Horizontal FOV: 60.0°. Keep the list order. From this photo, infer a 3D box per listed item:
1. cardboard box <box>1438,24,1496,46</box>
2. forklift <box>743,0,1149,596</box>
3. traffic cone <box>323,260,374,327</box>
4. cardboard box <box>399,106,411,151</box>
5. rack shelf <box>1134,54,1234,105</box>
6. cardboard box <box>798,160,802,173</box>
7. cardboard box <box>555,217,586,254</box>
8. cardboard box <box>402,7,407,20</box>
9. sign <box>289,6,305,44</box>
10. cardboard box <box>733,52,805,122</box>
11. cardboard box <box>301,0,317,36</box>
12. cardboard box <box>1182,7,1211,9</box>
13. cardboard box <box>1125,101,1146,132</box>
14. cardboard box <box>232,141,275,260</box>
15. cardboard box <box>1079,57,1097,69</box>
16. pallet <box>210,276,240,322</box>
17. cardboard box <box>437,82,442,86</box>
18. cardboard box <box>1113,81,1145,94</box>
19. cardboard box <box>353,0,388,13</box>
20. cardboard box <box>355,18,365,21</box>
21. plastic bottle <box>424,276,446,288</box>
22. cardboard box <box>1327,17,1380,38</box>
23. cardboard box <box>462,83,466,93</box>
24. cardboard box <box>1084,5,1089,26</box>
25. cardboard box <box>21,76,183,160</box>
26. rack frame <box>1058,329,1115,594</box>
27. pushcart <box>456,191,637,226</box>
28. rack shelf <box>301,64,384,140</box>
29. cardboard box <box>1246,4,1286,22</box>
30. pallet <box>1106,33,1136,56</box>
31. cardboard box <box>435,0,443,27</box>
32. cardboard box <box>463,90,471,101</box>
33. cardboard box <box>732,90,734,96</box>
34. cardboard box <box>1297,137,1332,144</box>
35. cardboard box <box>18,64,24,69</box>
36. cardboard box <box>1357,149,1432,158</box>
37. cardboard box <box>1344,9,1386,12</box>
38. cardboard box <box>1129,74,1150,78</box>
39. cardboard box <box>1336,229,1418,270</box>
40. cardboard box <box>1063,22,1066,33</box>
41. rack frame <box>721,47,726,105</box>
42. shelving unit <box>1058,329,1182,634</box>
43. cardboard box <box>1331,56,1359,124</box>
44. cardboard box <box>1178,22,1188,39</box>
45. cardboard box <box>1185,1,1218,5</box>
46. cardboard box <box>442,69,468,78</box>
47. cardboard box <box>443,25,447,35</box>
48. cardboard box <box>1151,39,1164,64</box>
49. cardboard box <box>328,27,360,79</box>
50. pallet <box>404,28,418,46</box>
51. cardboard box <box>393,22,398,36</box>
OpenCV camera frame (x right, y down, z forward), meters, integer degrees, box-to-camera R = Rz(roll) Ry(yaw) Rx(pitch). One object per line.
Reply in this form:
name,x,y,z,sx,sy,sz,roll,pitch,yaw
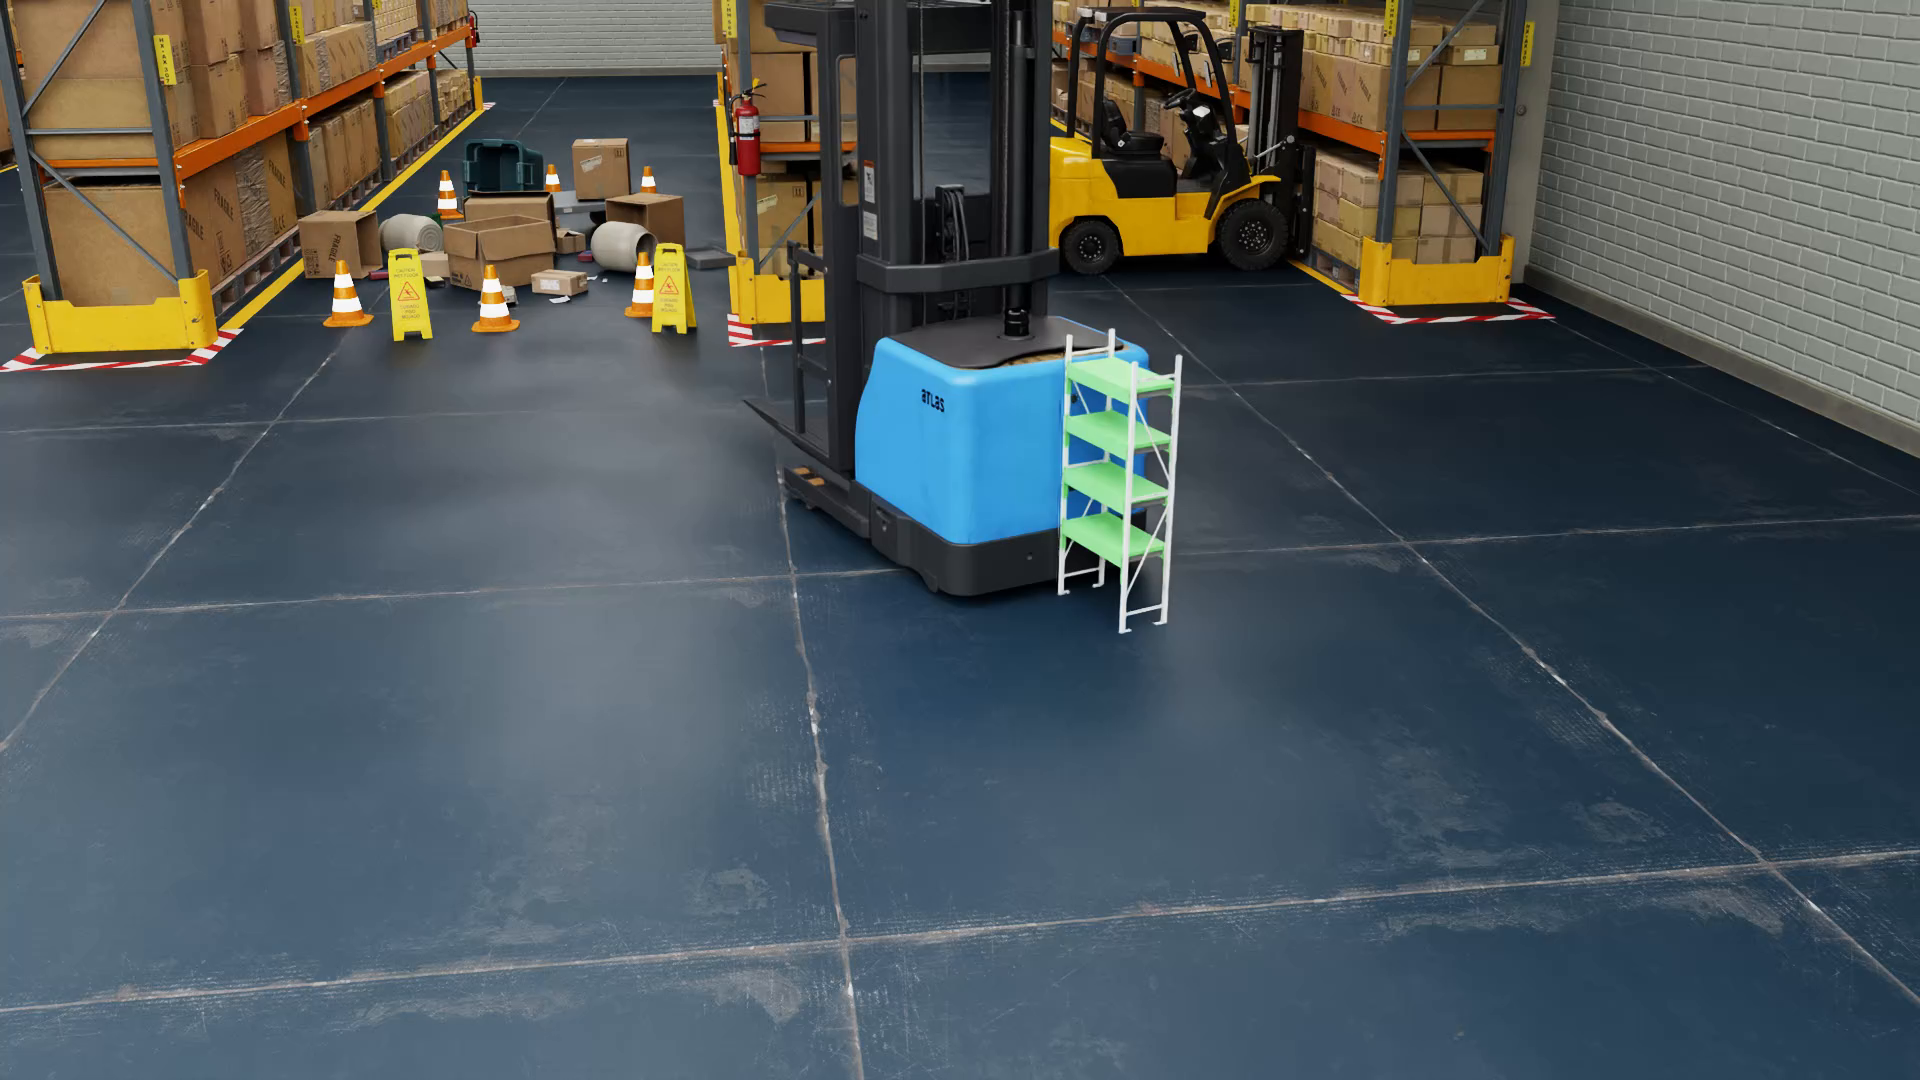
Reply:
cardboard box,3.972,-3.968,13.057,0.380,0.149,0.250,-3,21,-9
forklift,-0.273,-1.597,8.304,1.130,2.935,3.031,-11,23,-26
traffic cone,-4.657,-1.881,12.592,0.336,0.463,0.334,-3,21,-8
cardboard box,-7.064,-5.042,20.400,0.500,0.500,0.500,-3,21,-7
rack shelf,2.944,-5.091,18.588,1.077,0.370,4.000,-3,21,-8
cardboard box,-1.178,-3.200,14.754,0.500,0.500,0.500,-2,21,-5
cardboard box,-3.685,-2.813,15.368,0.396,0.266,0.258,17,27,39
cardboard box,-7.347,-6.788,21.437,0.380,0.149,0.250,-4,21,-10
sign,-6.013,-4.670,15.083,0.100,0.325,0.005,-3,21,-8
cardboard box,-1.453,-3.459,12.623,0.500,0.500,0.500,-3,21,-9
cardboard box,-6.788,-5.239,16.384,0.700,0.500,0.500,-3,21,-7
cardboard box,2.607,-5.900,18.655,0.380,0.149,0.250,-2,21,-7
cardboard box,2.382,-5.282,21.043,0.500,0.500,0.500,-2,21,-6
cardboard box,-6.407,-2.867,14.043,0.875,0.875,0.875,-3,21,-7
cardboard box,1.928,-6.840,23.862,0.380,0.149,0.250,-3,21,-9
pallet,-6.178,-1.781,12.683,1.003,0.211,1.213,-3,21,-8
cardboard box,-7.687,-6.511,23.987,0.380,0.149,0.250,-3,21,-9
cardboard box,2.240,-5.975,21.971,0.380,0.149,0.250,-3,21,-9
cardboard box,-7.165,-6.475,20.174,0.380,0.149,0.250,-2,21,-5
cardboard box,-7.010,-5.980,19.274,0.380,0.149,0.250,-2,21,-5
plastic bottle,-4.408,-2.167,13.930,0.133,0.061,0.283,-11,23,-26
cardboard box,3.309,-4.302,13.951,0.380,0.149,0.250,-2,21,-6
cardboard box,-7.857,-7.006,25.737,0.380,0.149,0.250,-4,21,-10
cardboard box,1.900,-7.139,22.634,0.396,0.266,0.258,-2,21,-5
cardboard box,-6.084,-3.011,11.776,0.875,0.550,0.550,-3,21,-8
rack frame,0.558,-0.336,7.376,0.240,1.200,0.015,-11,24,-27
pushcart,-3.928,-3.123,16.039,1.648,0.377,0.936,-11,23,-26
rack shelf,-6.851,-4.555,17.152,1.077,0.370,4.000,-3,21,-8
cardboard box,2.985,-5.100,16.090,0.380,0.149,0.250,-2,21,-7
pallet,2.489,-6.262,20.969,1.213,0.211,1.003,-3,21,-8
cardboard box,-7.616,-7.510,23.470,0.500,0.500,0.500,-3,21,-8
cardboard box,-7.873,-6.960,26.037,0.380,0.149,0.250,-2,21,-6
cardboard box,-1.951,-4.241,15.643,0.380,0.149,0.250,-3,21,-8
cardboard box,3.139,-3.580,15.415,0.500,0.250,0.500,-2,21,-6
cardboard box,-12.526,-5.735,21.720,1.225,0.875,0.875,-3,21,-8
cardboard box,3.790,-3.250,14.532,0.500,0.250,0.500,-3,21,-8
cardboard box,3.740,-4.776,15.221,0.380,0.149,0.250,-3,21,-9
cardboard box,2.554,-6.362,23.009,0.380,0.149,0.250,-2,21,-6
cardboard box,3.429,-2.406,13.701,0.500,0.250,0.500,-3,21,-7
cardboard box,1.725,-7.574,24.568,0.380,0.149,0.250,-2,21,-6
rack frame,-3.408,-8.639,27.058,1.000,3.000,0.127,-3,21,-8
shelving unit,0.678,-0.257,7.178,0.258,1.200,0.503,-11,24,-27
cardboard box,3.413,-3.735,13.786,0.500,0.500,0.500,-2,21,-6
cardboard box,2.706,-5.587,18.388,0.500,0.250,0.500,-3,21,-7
cardboard box,2.903,-6.369,19.911,0.380,0.149,0.250,-2,21,-6
cardboard box,-7.965,-7.323,26.161,0.380,0.149,0.250,-3,21,-7
cardboard box,-7.671,-7.420,24.153,0.380,0.149,0.250,-2,21,-5
cardboard box,2.546,-5.710,19.431,0.500,0.250,0.500,-3,21,-9
cardboard box,-6.666,-5.143,17.555,0.500,0.500,0.500,-3,21,-9
pallet,-7.749,-6.607,21.894,1.003,0.211,1.213,-3,21,-8
cardboard box,-7.233,-6.377,20.763,0.380,0.149,0.250,-4,21,-10
